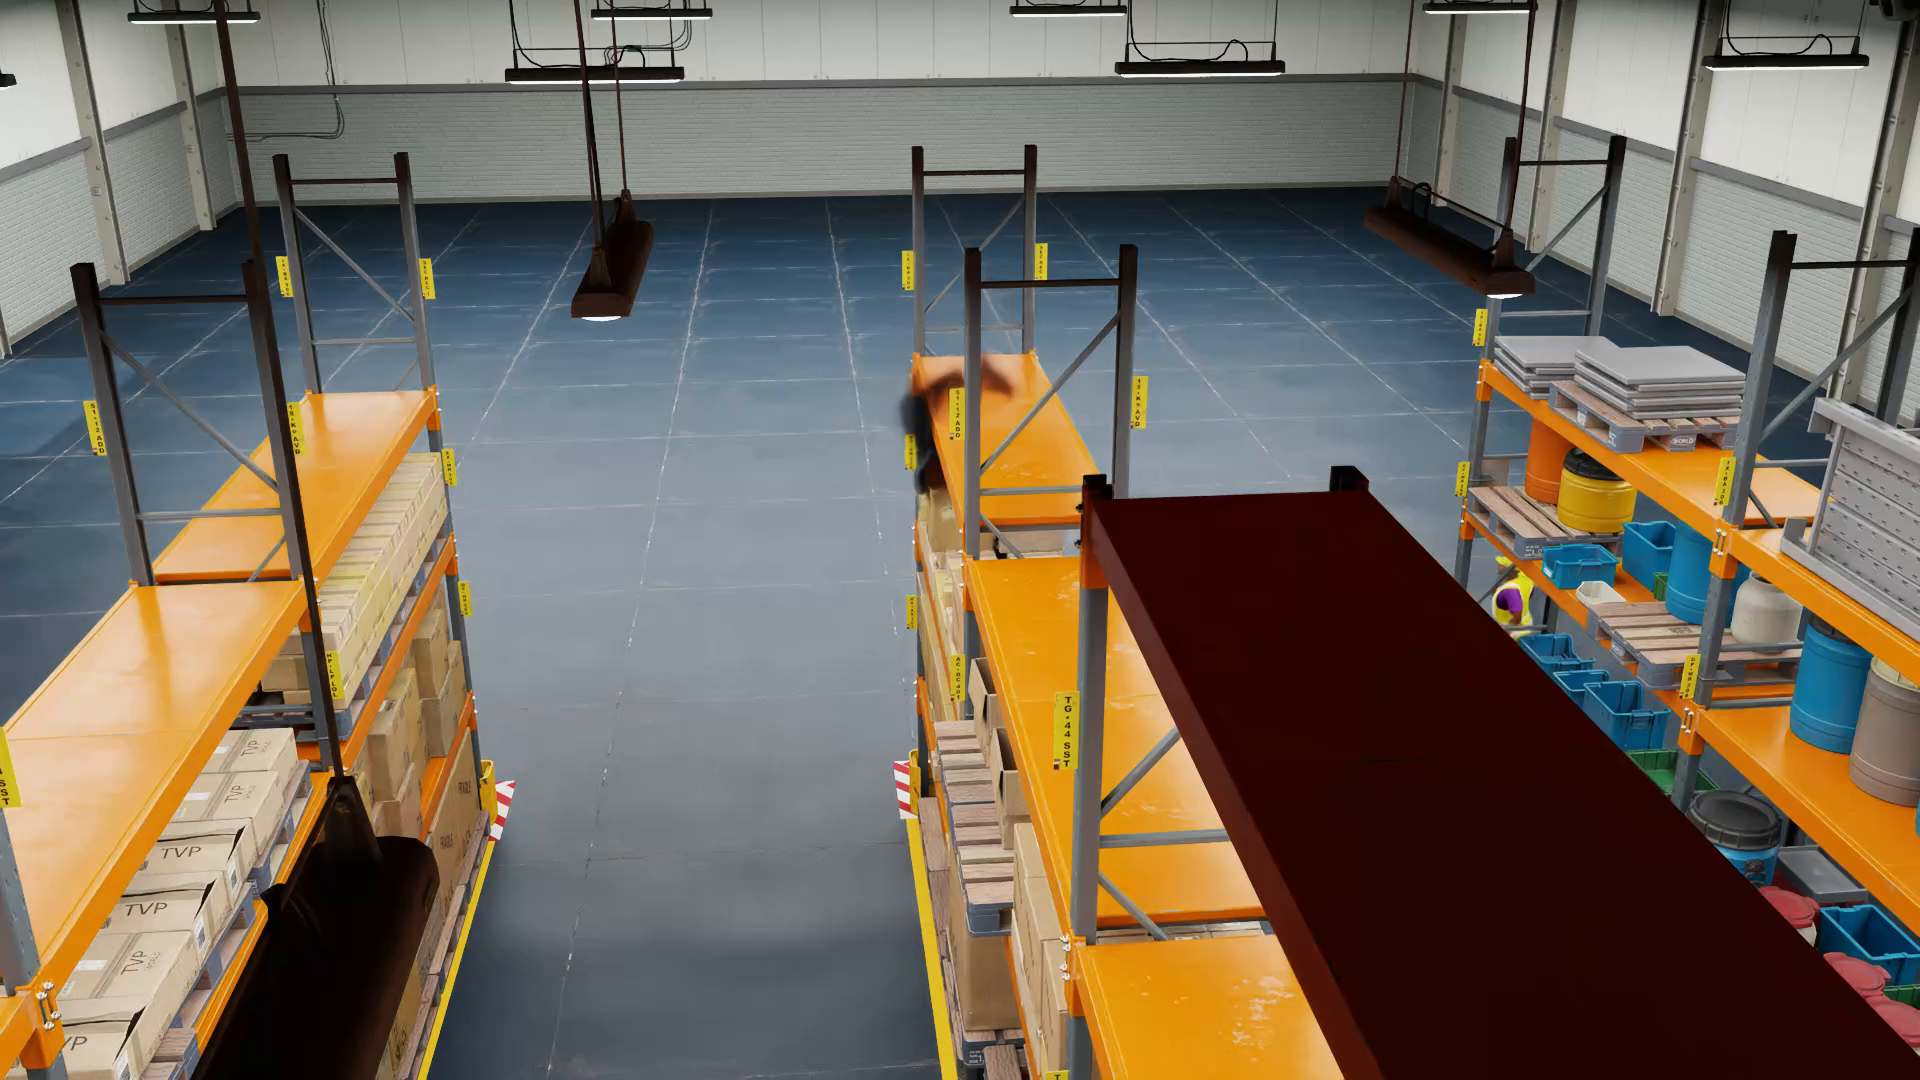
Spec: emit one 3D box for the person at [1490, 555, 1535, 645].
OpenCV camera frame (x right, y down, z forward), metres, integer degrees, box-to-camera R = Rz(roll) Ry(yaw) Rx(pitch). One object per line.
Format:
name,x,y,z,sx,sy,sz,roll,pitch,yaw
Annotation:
person,5.591,0.944,16.922,0.703,1.783,0.716,-17,27,-36
